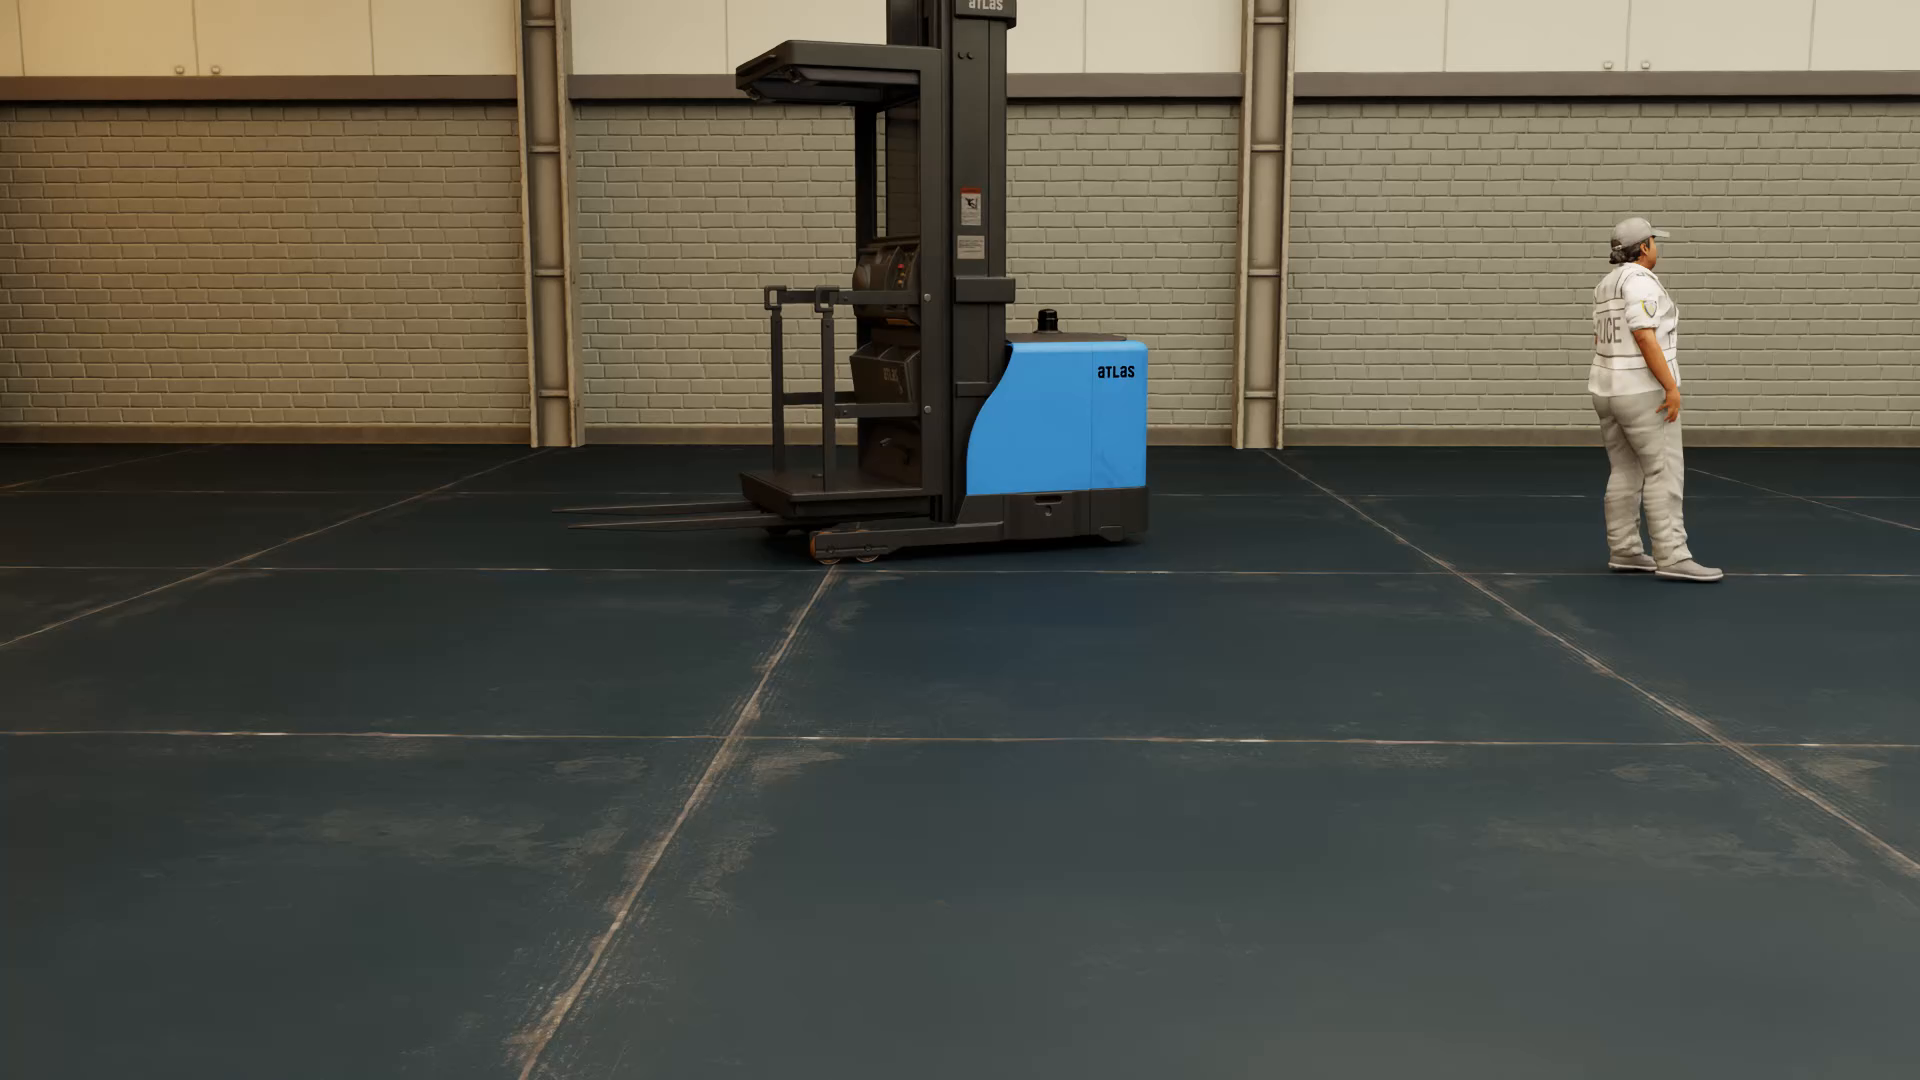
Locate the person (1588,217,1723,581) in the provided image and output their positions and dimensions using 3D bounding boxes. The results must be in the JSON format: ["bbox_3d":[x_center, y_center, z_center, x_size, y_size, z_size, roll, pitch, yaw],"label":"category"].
[{"bbox_3d":[3.269,-0.673,7.838,0.529,1.669,0.599,-1,9,-4],"label":"person"}]

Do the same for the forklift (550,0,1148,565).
[{"bbox_3d":[-0.569,-1.416,8.568,3.031,2.935,1.130,-3,9,-20],"label":"forklift"}]
